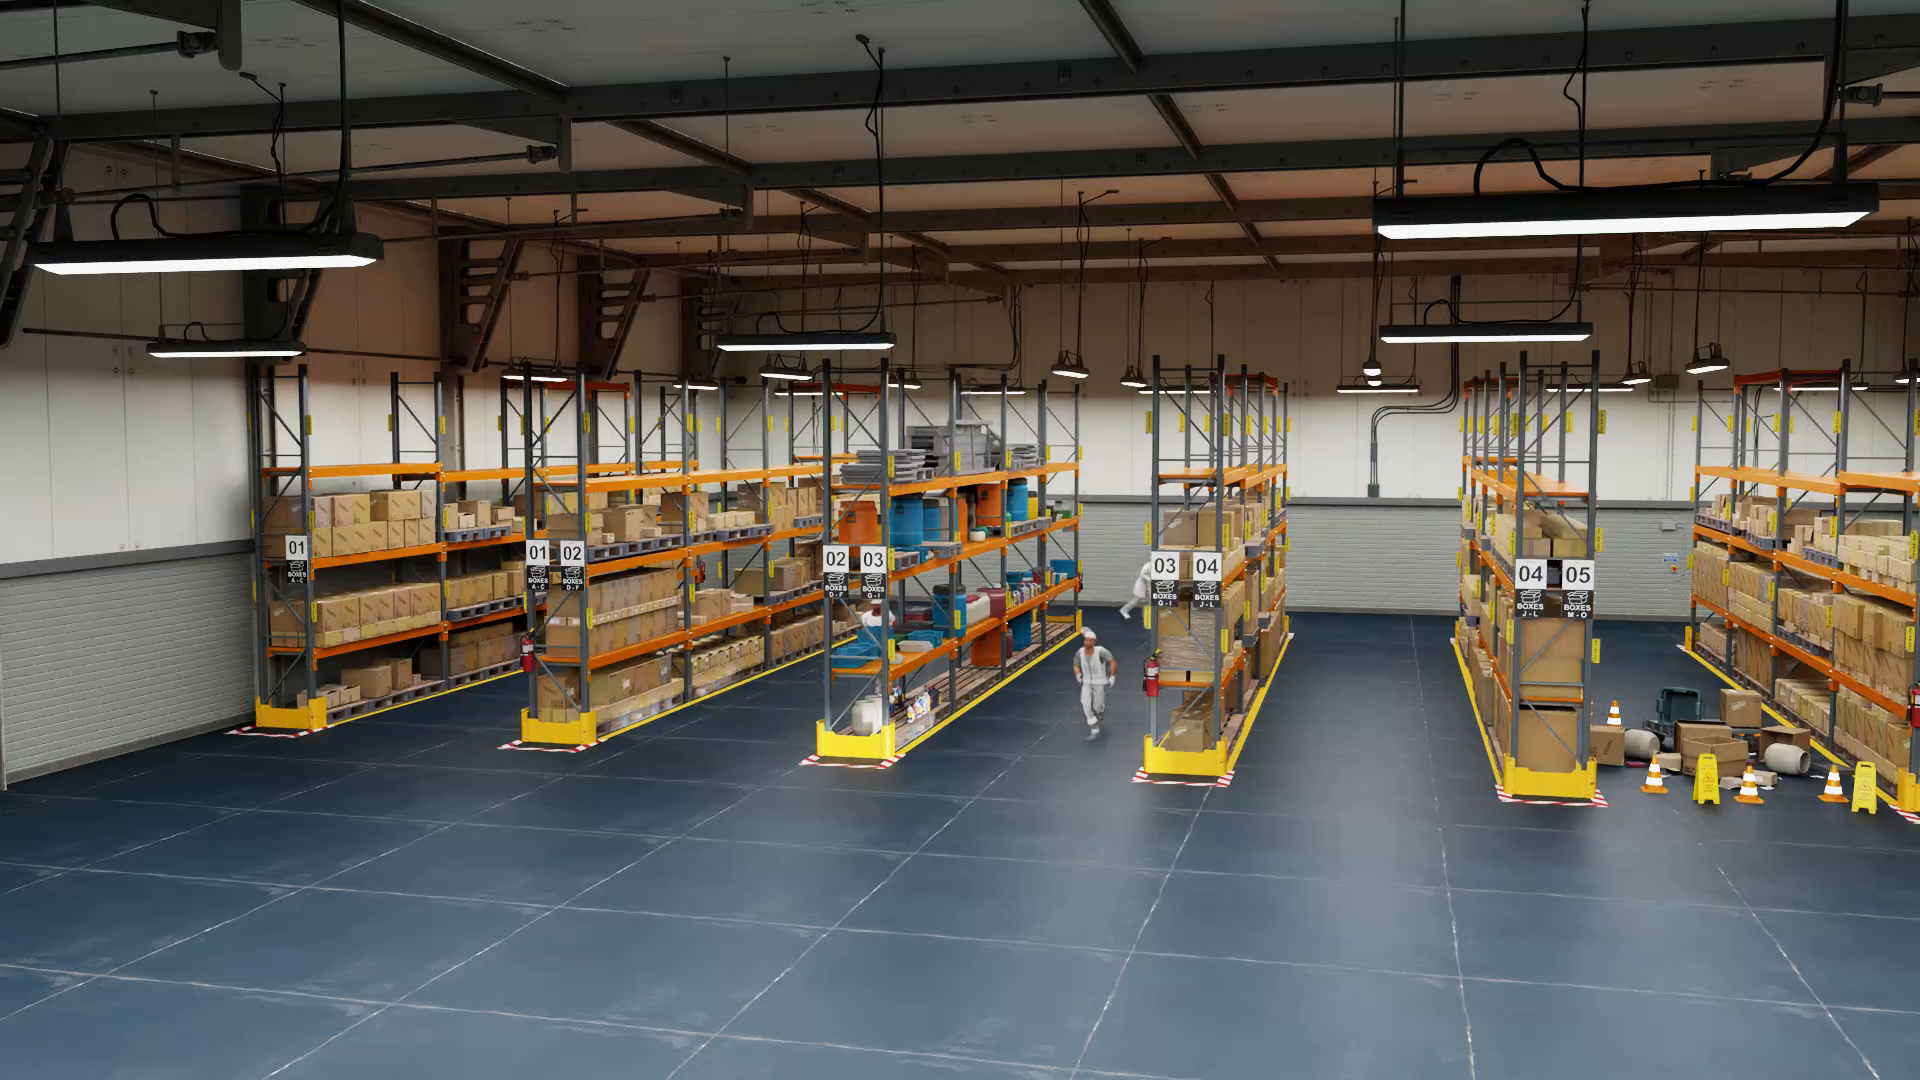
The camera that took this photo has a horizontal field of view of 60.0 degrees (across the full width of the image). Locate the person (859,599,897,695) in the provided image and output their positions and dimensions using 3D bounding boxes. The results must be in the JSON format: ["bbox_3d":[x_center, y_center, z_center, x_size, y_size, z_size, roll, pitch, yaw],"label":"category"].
[{"bbox_3d":[-1.560,1.955,31.234,0.640,1.796,0.890,1,4,16],"label":"person"}]

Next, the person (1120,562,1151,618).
[{"bbox_3d":[4.612,1.309,42.454,1.051,1.630,0.754,2,4,23],"label":"person"}]

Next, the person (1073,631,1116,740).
[{"bbox_3d":[2.155,2.315,26.677,0.697,1.738,0.722,2,4,21],"label":"person"}]
